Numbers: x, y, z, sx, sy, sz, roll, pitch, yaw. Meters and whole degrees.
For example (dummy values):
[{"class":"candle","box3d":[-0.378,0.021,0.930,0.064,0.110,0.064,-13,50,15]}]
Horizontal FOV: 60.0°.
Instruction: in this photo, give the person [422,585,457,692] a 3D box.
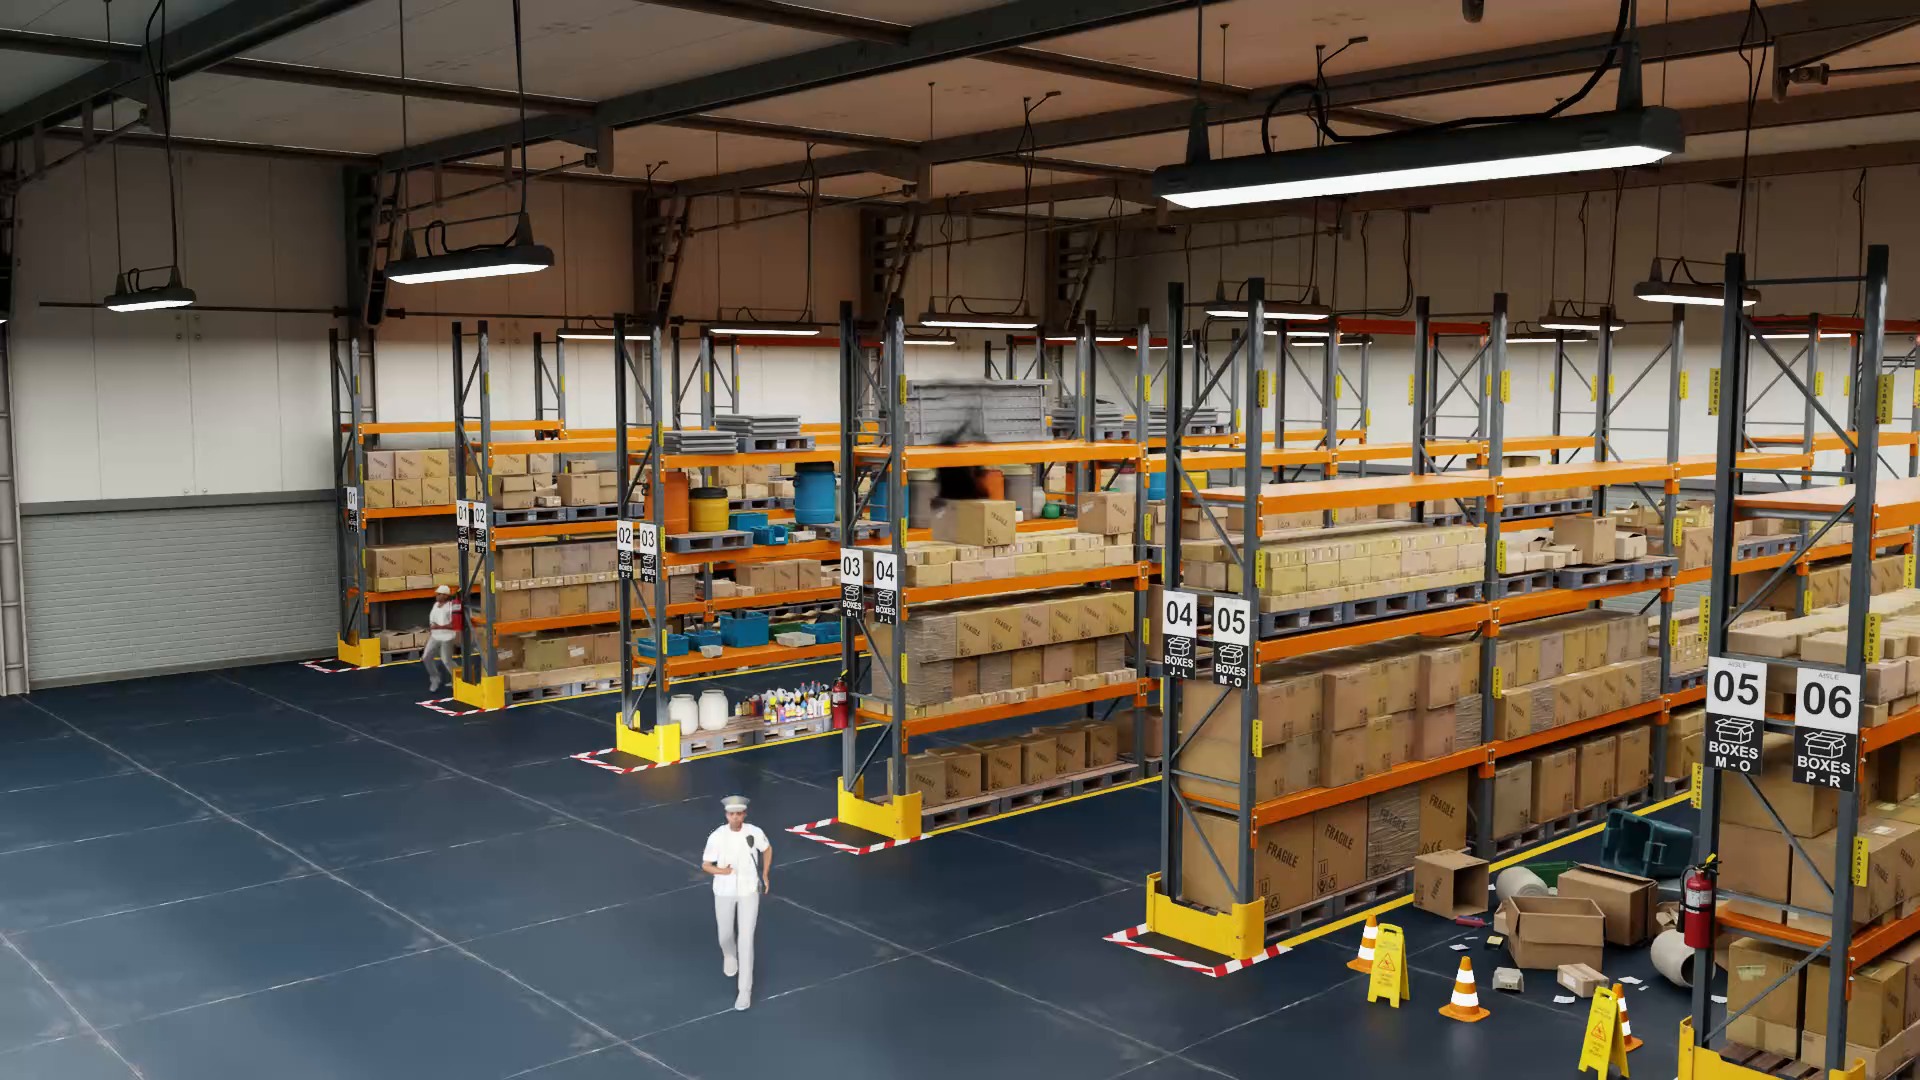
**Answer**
[{"class":"person","box3d":[-8.447,1.624,27.227,0.681,1.793,0.711,4,7,33]}]

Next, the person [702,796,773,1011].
[{"class":"person","box3d":[-1.852,2.937,13.842,0.576,1.682,0.939,0,6,-5]}]
